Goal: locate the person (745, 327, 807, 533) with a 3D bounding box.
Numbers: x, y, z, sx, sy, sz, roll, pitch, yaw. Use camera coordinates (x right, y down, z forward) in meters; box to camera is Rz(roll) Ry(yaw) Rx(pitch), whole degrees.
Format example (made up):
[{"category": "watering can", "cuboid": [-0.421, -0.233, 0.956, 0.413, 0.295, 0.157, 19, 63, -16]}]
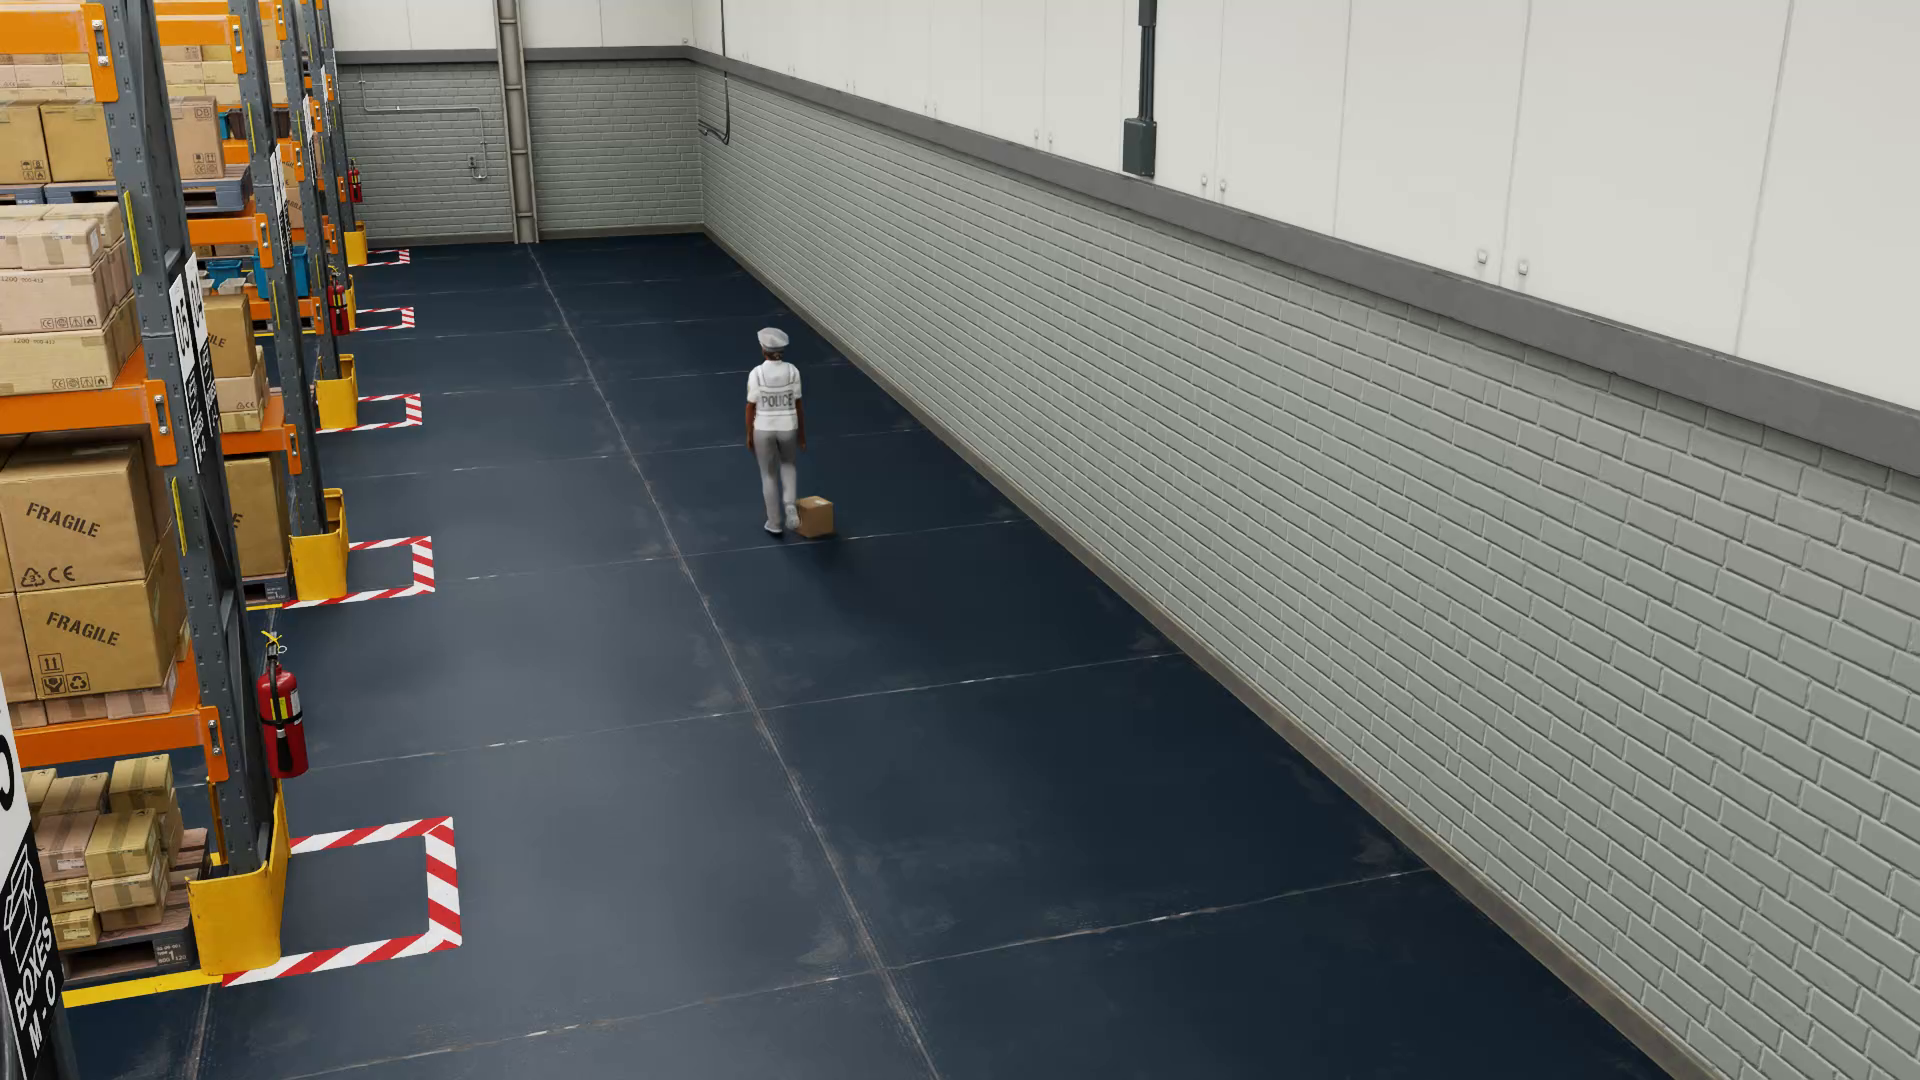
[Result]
[{"category": "person", "cuboid": [-1.505, -0.888, 13.480, 0.482, 1.688, 0.438, -7, 21, -20]}]
